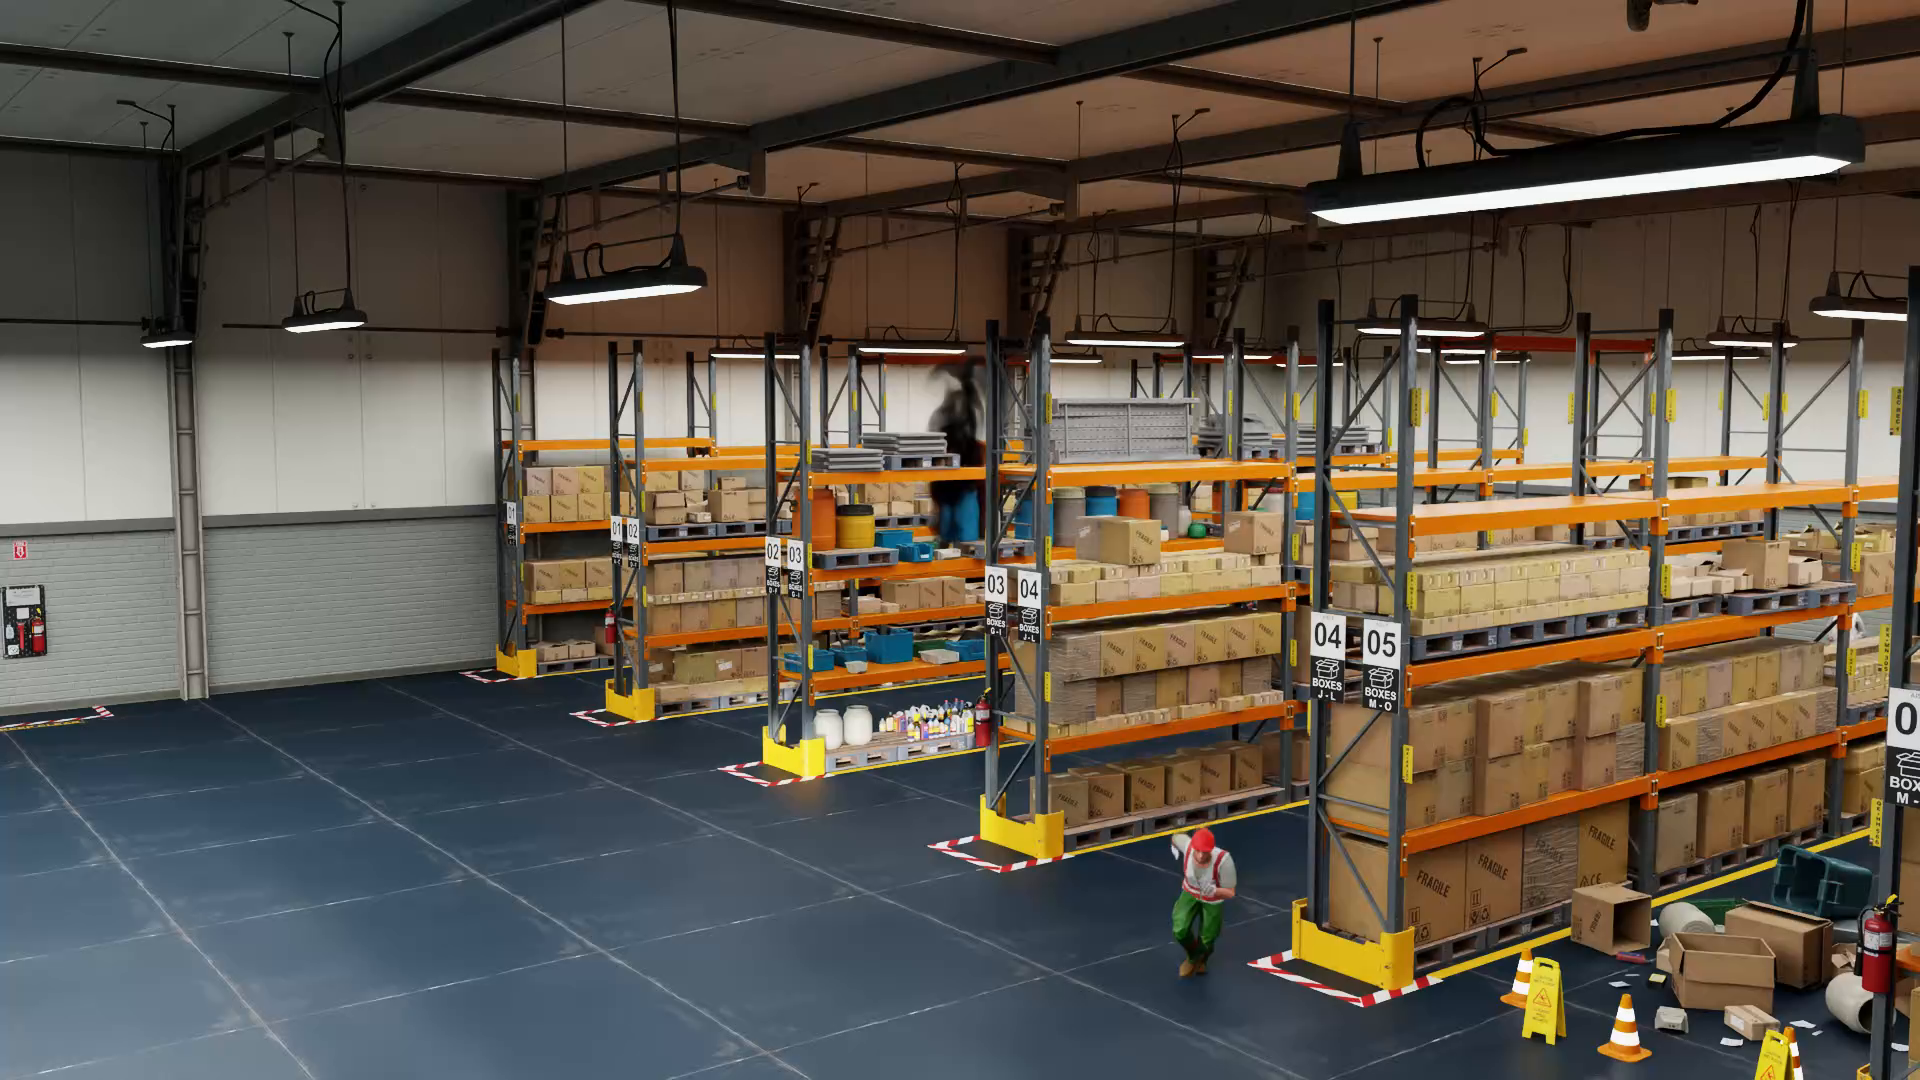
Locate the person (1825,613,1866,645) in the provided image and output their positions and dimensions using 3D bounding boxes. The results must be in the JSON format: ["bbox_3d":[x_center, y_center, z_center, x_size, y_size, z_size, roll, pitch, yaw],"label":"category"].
[{"bbox_3d":[15.065,1.812,28.355,0.641,1.728,0.577,4,7,40],"label":"person"}]

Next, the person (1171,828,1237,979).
[{"bbox_3d":[2.098,3.146,14.475,0.682,1.476,1.025,2,5,20],"label":"person"}]
